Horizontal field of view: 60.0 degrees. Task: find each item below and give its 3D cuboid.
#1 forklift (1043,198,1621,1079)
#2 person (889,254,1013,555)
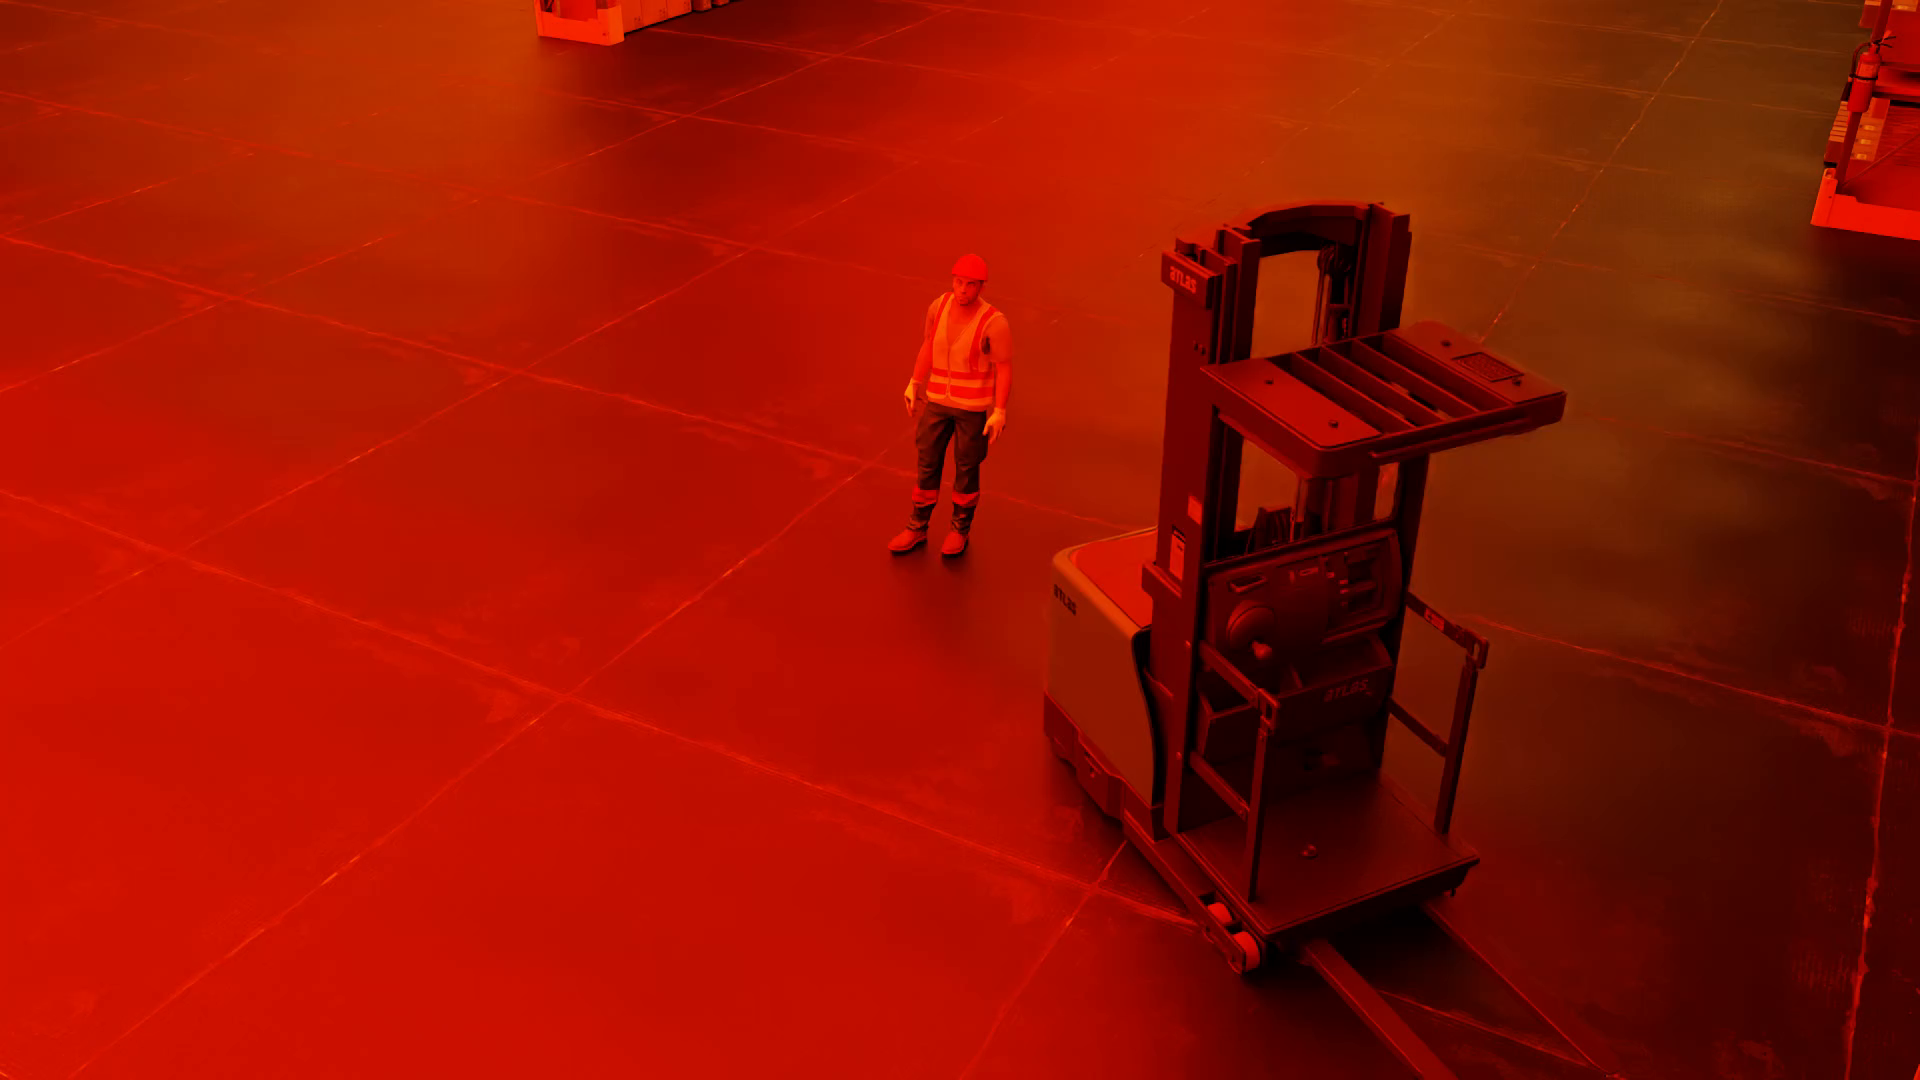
[{"bbox_3d":[1.500,0.272,6.599,1.130,2.935,3.031,-13,33,-22],"label":"forklift"},{"bbox_3d":[-0.050,-0.749,9.496,0.638,1.788,0.563,15,33,25],"label":"person"}]
